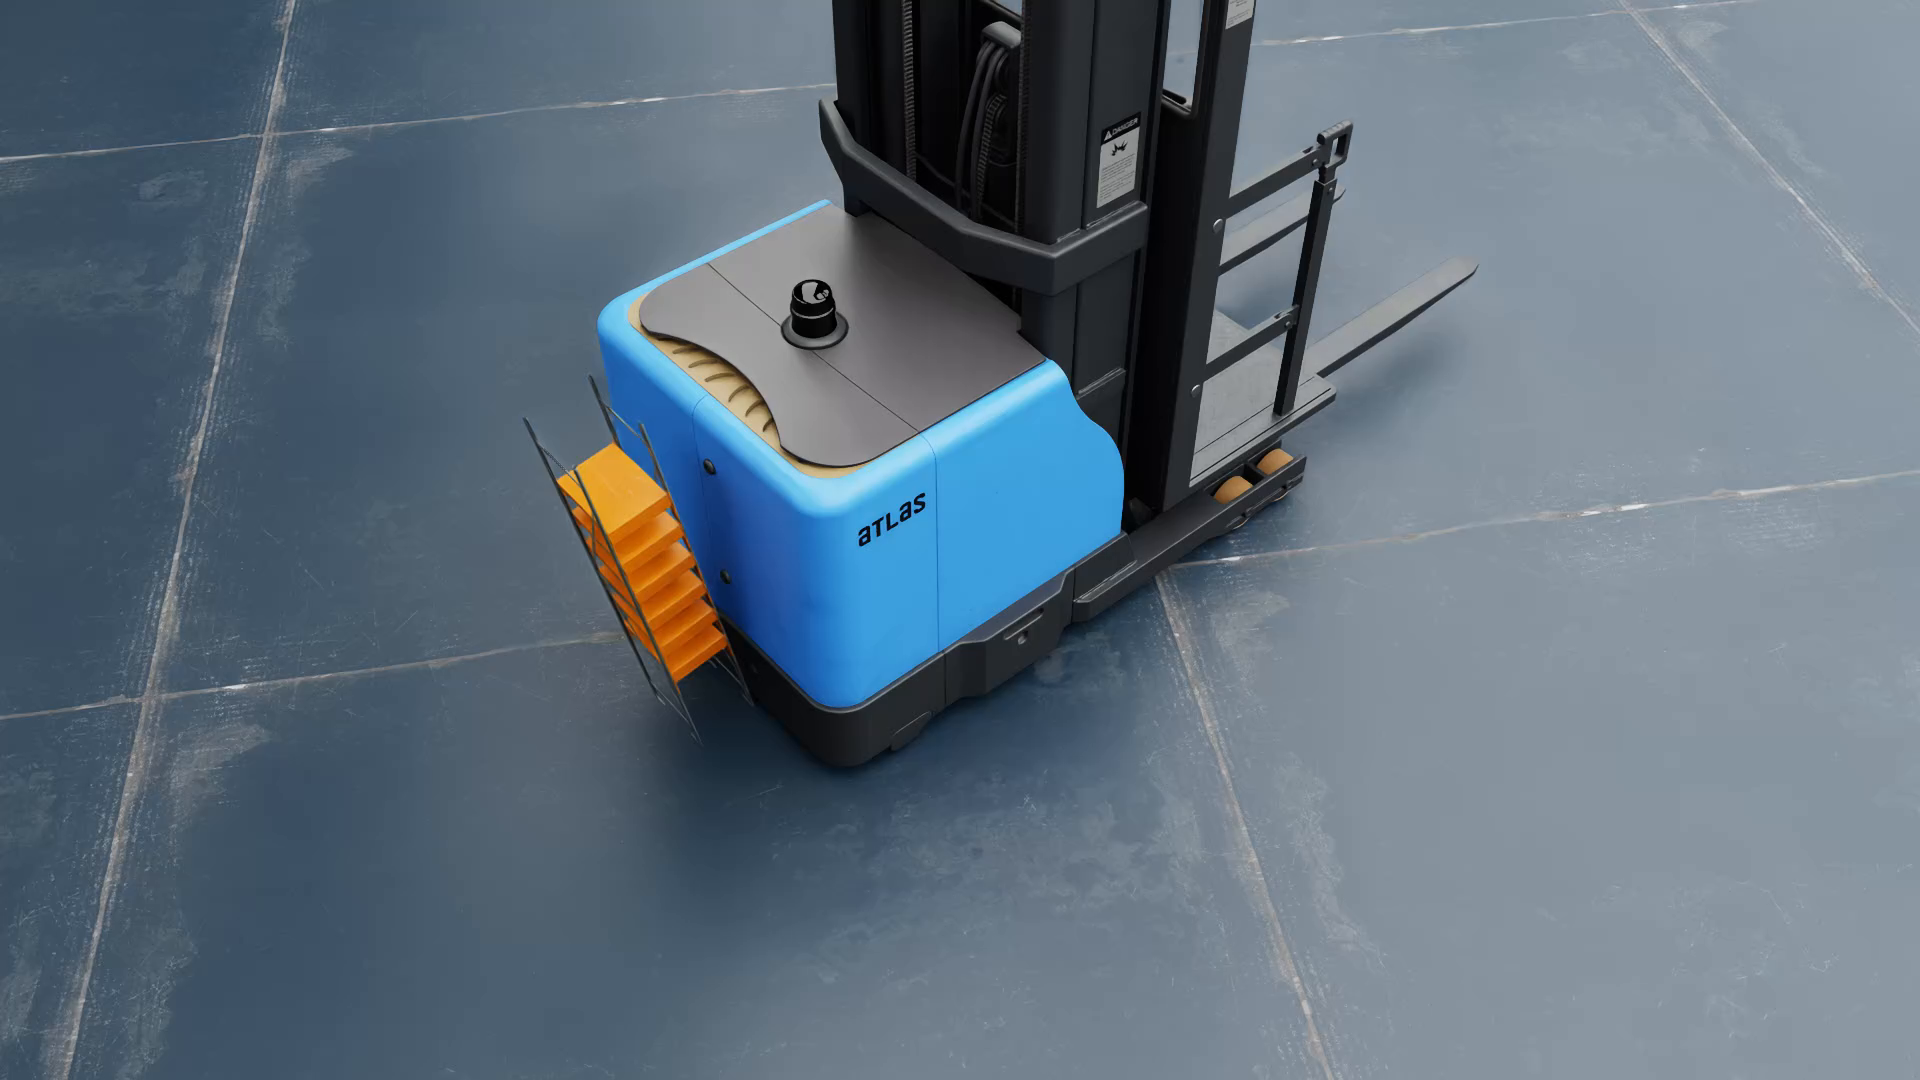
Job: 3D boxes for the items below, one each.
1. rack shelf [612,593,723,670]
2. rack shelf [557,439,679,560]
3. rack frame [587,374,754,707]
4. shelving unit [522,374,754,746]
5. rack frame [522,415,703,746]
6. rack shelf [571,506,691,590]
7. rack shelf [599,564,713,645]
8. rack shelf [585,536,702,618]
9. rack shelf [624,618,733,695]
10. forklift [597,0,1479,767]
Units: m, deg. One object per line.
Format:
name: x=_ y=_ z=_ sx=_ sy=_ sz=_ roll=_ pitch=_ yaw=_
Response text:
rack shelf: x=-0.786 y=0.194 z=4.444 sx=0.180 sy=0.103 sz=0.258 roll=-37 pitch=56 yaw=-20
rack shelf: x=-0.842 y=-0.101 z=4.070 sx=0.180 sy=0.103 sz=0.258 roll=-37 pitch=56 yaw=-20
rack frame: x=-0.736 y=0.041 z=4.347 sx=0.006 sy=1.200 sz=0.240 roll=-37 pitch=56 yaw=-20
shelving unit: x=-0.805 y=0.093 z=4.316 sx=0.189 sy=1.200 sz=0.258 roll=-37 pitch=56 yaw=-20
rack frame: x=-0.874 y=0.145 z=4.285 sx=0.006 sy=1.200 sz=0.240 roll=-37 pitch=56 yaw=-20
rack shelf: x=-0.828 y=-0.027 z=4.163 sx=0.180 sy=0.103 sz=0.258 roll=-37 pitch=56 yaw=-20
rack shelf: x=-0.800 y=0.120 z=4.351 sx=0.180 sy=0.103 sz=0.258 roll=-37 pitch=56 yaw=-20
rack shelf: x=-0.814 y=0.047 z=4.257 sx=0.180 sy=0.103 sz=0.258 roll=-37 pitch=56 yaw=-20
rack shelf: x=-0.772 y=0.268 z=4.538 sx=0.180 sy=0.103 sz=0.258 roll=-37 pitch=56 yaw=-20
forklift: x=0.475 y=-1.312 z=4.479 sx=3.031 sy=2.935 sz=1.130 roll=-32 pitch=54 yaw=-27
